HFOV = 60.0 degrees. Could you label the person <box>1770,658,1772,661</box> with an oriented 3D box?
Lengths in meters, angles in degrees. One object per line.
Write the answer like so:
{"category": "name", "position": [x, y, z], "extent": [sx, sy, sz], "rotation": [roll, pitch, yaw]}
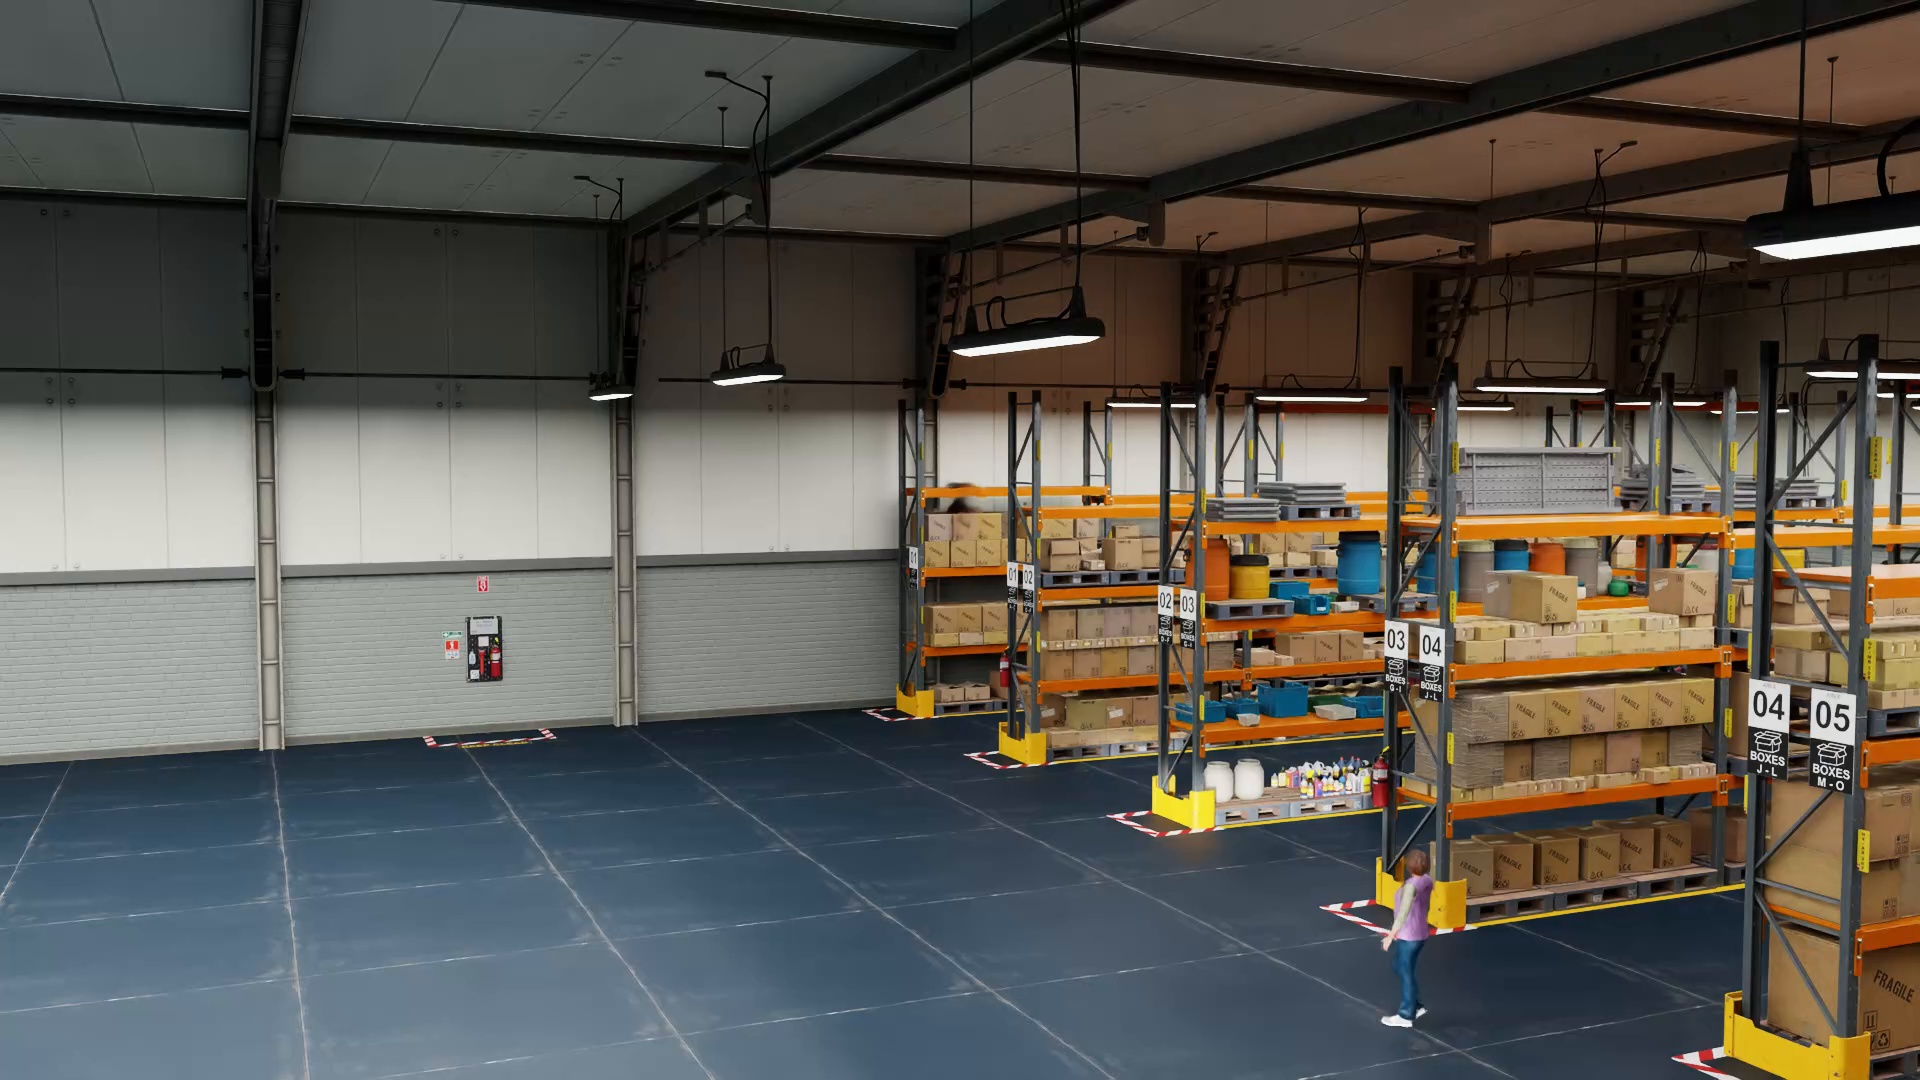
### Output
{"category": "person", "position": [17.972, 2.168, 36.388], "extent": [0.527, 1.710, 0.568], "rotation": [1, 3, 17]}

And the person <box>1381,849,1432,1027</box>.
{"category": "person", "position": [3.939, 3.525, 14.679], "extent": [0.408, 1.602, 0.444], "rotation": [1, 4, 23]}
